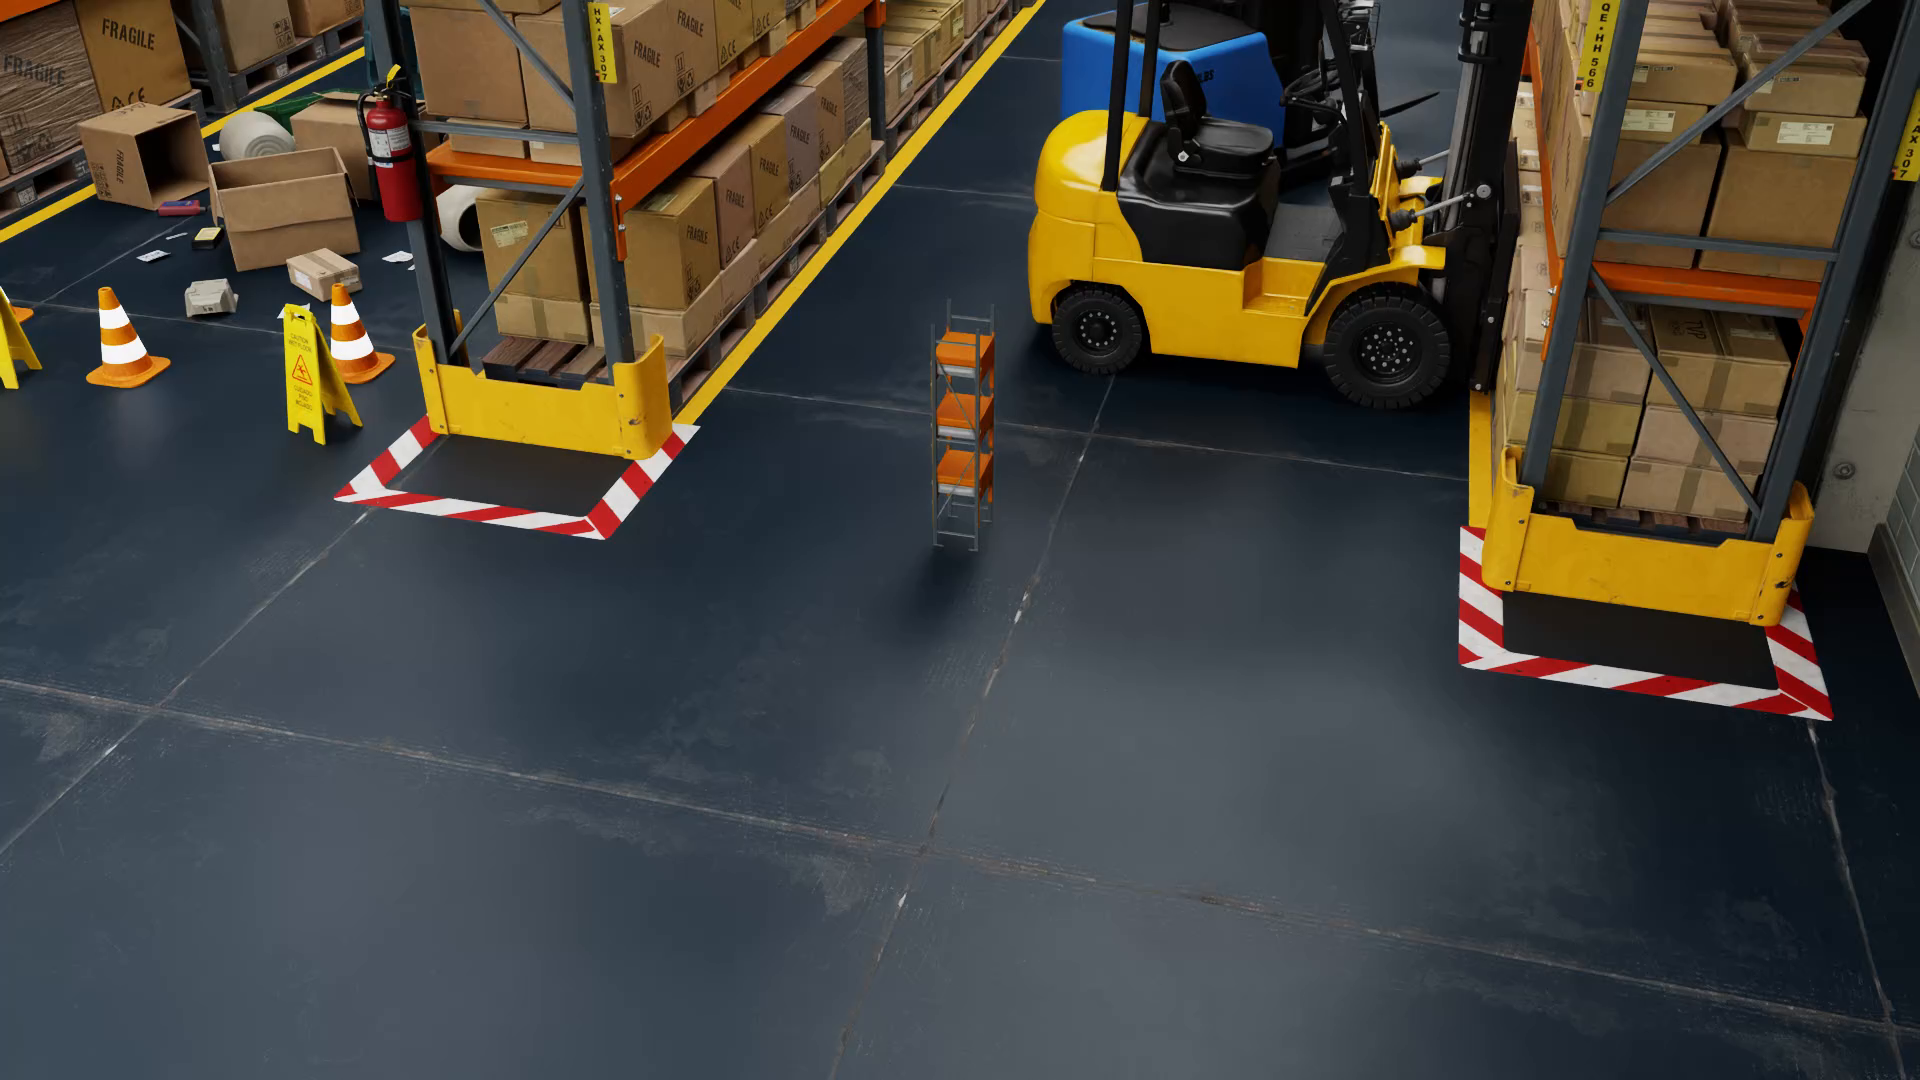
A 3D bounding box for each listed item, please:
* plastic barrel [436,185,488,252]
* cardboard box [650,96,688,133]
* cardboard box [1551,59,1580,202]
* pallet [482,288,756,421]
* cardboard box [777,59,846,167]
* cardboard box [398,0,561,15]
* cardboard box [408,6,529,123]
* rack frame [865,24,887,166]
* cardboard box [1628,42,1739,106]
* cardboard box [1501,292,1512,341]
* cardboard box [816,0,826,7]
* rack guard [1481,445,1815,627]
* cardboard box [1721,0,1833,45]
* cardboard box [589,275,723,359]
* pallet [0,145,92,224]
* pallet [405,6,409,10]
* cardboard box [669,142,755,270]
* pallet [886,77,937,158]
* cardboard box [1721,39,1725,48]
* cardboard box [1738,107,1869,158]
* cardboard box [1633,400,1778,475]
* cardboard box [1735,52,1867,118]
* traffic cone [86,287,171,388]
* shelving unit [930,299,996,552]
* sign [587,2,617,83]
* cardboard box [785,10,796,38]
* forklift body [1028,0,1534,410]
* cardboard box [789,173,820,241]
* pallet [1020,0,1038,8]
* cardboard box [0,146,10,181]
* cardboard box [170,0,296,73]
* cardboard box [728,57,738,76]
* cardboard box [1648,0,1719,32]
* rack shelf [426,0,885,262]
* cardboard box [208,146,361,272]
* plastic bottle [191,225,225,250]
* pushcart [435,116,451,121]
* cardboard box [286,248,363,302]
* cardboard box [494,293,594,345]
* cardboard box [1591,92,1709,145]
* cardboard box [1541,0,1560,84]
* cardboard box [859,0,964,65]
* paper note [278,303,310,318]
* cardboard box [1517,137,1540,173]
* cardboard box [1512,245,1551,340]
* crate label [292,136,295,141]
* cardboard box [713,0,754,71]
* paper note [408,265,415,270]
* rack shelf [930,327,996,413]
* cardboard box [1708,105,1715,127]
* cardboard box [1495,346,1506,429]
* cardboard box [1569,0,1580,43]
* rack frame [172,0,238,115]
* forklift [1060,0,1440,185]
[{"bbox_3d":[-2.948,-1.955,9.930,0.421,0.421,0.512,-21,38,-29],"label":"plastic barrel"},{"bbox_3d":[-1.525,-2.066,7.938,0.380,0.149,0.250,7,33,11],"label":"cardboard box"},{"bbox_3d":[2.806,-1.692,7.022,0.500,0.500,0.500,9,34,14],"label":"cardboard box"},{"bbox_3d":[-1.748,-1.044,8.695,1.003,0.211,1.213,8,33,12],"label":"pallet"},{"bbox_3d":[-1.011,-2.565,9.962,0.500,0.500,0.500,9,33,13],"label":"cardboard box"},{"bbox_3d":[-2.090,-2.649,7.318,0.700,0.500,0.500,7,33,11],"label":"cardboard box"},{"bbox_3d":[-2.137,-2.251,7.624,0.500,0.500,0.500,7,33,12],"label":"cardboard box"},{"bbox_3d":[-0.993,-3.840,10.494,1.000,3.000,0.127,8,33,12],"label":"rack frame"},{"bbox_3d":[2.681,-1.746,6.226,0.380,0.149,0.250,8,33,12],"label":"cardboard box"},{"bbox_3d":[2.864,-1.143,7.957,0.500,0.250,0.500,7,33,11],"label":"cardboard box"},{"bbox_3d":[-0.978,-3.270,9.833,0.380,0.149,0.250,8,33,13],"label":"cardboard box"},{"bbox_3d":[2.788,-0.023,6.820,1.175,0.500,0.348,8,33,12],"label":"rack guard"},{"bbox_3d":[3.316,-2.073,6.741,0.380,0.149,0.250,8,33,13],"label":"cardboard box"},{"bbox_3d":[-1.536,-1.162,8.453,0.500,0.250,0.500,8,33,12],"label":"cardboard box"},{"bbox_3d":[-6.383,-2.265,10.617,1.003,0.211,1.213,8,33,12],"label":"pallet"},{"bbox_3d":[-5.064,-4.961,14.858,1.003,0.211,1.213,8,33,12],"label":"pallet"},{"bbox_3d":[-1.402,-1.763,8.699,0.500,0.500,0.500,7,33,11],"label":"cardboard box"},{"bbox_3d":[-0.797,-3.067,11.878,1.003,0.211,1.213,8,33,12],"label":"pallet"},{"bbox_3d":[3.330,-1.945,6.816,0.380,0.149,0.250,7,33,11],"label":"cardboard box"},{"bbox_3d":[3.131,-1.547,6.190,0.380,0.149,0.250,7,33,11],"label":"cardboard box"},{"bbox_3d":[3.114,-0.534,6.999,0.500,0.250,0.500,9,33,13],"label":"cardboard box"},{"bbox_3d":[3.086,-1.677,6.117,0.380,0.149,0.250,7,33,11],"label":"cardboard box"},{"bbox_3d":[-4.307,-1.067,8.497,0.336,0.463,0.334,8,33,12],"label":"traffic cone"},{"bbox_3d":[0.014,-0.471,7.012,0.215,1.050,0.252,8,33,12],"label":"shelving unit"},{"bbox_3d":[-1.483,-2.056,6.881,0.100,0.325,0.005,8,33,12],"label":"sign"},{"bbox_3d":[-1.128,-2.869,9.201,0.380,0.149,0.250,7,33,12],"label":"cardboard box"},{"bbox_3d":[1.511,-1.964,8.335,2.313,2.155,1.214,8,33,12],"label":"forklift body"},{"bbox_3d":[-1.142,-1.972,9.728,0.500,0.250,0.500,9,33,13],"label":"cardboard box"},{"bbox_3d":[0.295,-5.138,15.135,1.003,0.211,1.213,8,33,12],"label":"pallet"},{"bbox_3d":[-6.492,-2.484,9.950,0.875,0.875,0.875,8,33,12],"label":"cardboard box"},{"bbox_3d":[-5.736,-4.024,12.489,1.050,0.750,0.750,8,33,12],"label":"cardboard box"},{"bbox_3d":[-1.374,-2.475,8.582,0.380,0.149,0.250,9,34,14],"label":"cardboard box"},{"bbox_3d":[2.889,-2.137,6.841,0.380,0.149,0.250,8,33,13],"label":"cardboard box"},{"bbox_3d":[-1.500,-2.498,9.055,1.077,0.370,4.000,8,33,12],"label":"rack shelf"},{"bbox_3d":[-4.011,-1.967,9.875,0.797,0.503,0.637,-14,35,-21],"label":"cardboard box"},{"bbox_3d":[-4.556,-1.844,10.094,0.133,0.061,0.283,-3,33,-4],"label":"plastic bottle"},{"bbox_3d":[-3.211,-3.018,11.645,1.648,0.377,0.936,-3,33,-4],"label":"pushcart"},{"bbox_3d":[-3.629,-1.516,9.496,0.380,0.149,0.250,28,42,36],"label":"cardboard box"},{"bbox_3d":[-2.057,-1.250,8.591,0.500,0.250,0.500,8,33,12],"label":"cardboard box"},{"bbox_3d":[2.611,-1.624,6.311,0.380,0.149,0.250,8,33,13],"label":"cardboard box"},{"bbox_3d":[3.200,-2.478,8.259,0.500,0.500,0.500,8,33,12],"label":"cardboard box"},{"bbox_3d":[-0.508,-3.915,12.671,0.950,0.372,0.625,9,34,14],"label":"cardboard box"},{"bbox_3d":[-3.693,-1.273,9.223,0.148,0.019,0.142,-3,33,-4],"label":"paper note"},{"bbox_3d":[3.128,-1.873,8.639,0.500,0.250,0.500,9,34,14],"label":"cardboard box"},{"bbox_3d":[2.733,-1.076,7.387,0.500,0.250,0.500,9,33,13],"label":"cardboard box"},{"bbox_3d":[-4.426,-2.688,11.351,0.298,0.136,0.250,-14,35,-21],"label":"crate label"},{"bbox_3d":[-1.363,-2.674,8.289,0.500,0.500,0.500,7,33,11],"label":"cardboard box"},{"bbox_3d":[-3.202,-1.613,9.779,0.032,0.001,0.123,8,33,12],"label":"paper note"},{"bbox_3d":[0.014,-0.701,6.865,0.215,0.259,0.240,8,33,12],"label":"rack shelf"},{"bbox_3d":[3.299,-1.625,6.917,0.500,0.500,0.500,9,34,14],"label":"cardboard box"},{"bbox_3d":[2.743,-0.651,7.649,0.500,0.250,0.500,8,33,12],"label":"cardboard box"},{"bbox_3d":[2.913,-2.293,7.364,0.380,0.149,0.250,8,33,13],"label":"cardboard box"},{"bbox_3d":[-5.807,-4.461,11.472,1.000,3.000,0.127,8,33,12],"label":"rack frame"},{"bbox_3d":[2.067,-3.857,10.585,3.031,2.935,1.130,-25,40,-34],"label":"forklift"}]
